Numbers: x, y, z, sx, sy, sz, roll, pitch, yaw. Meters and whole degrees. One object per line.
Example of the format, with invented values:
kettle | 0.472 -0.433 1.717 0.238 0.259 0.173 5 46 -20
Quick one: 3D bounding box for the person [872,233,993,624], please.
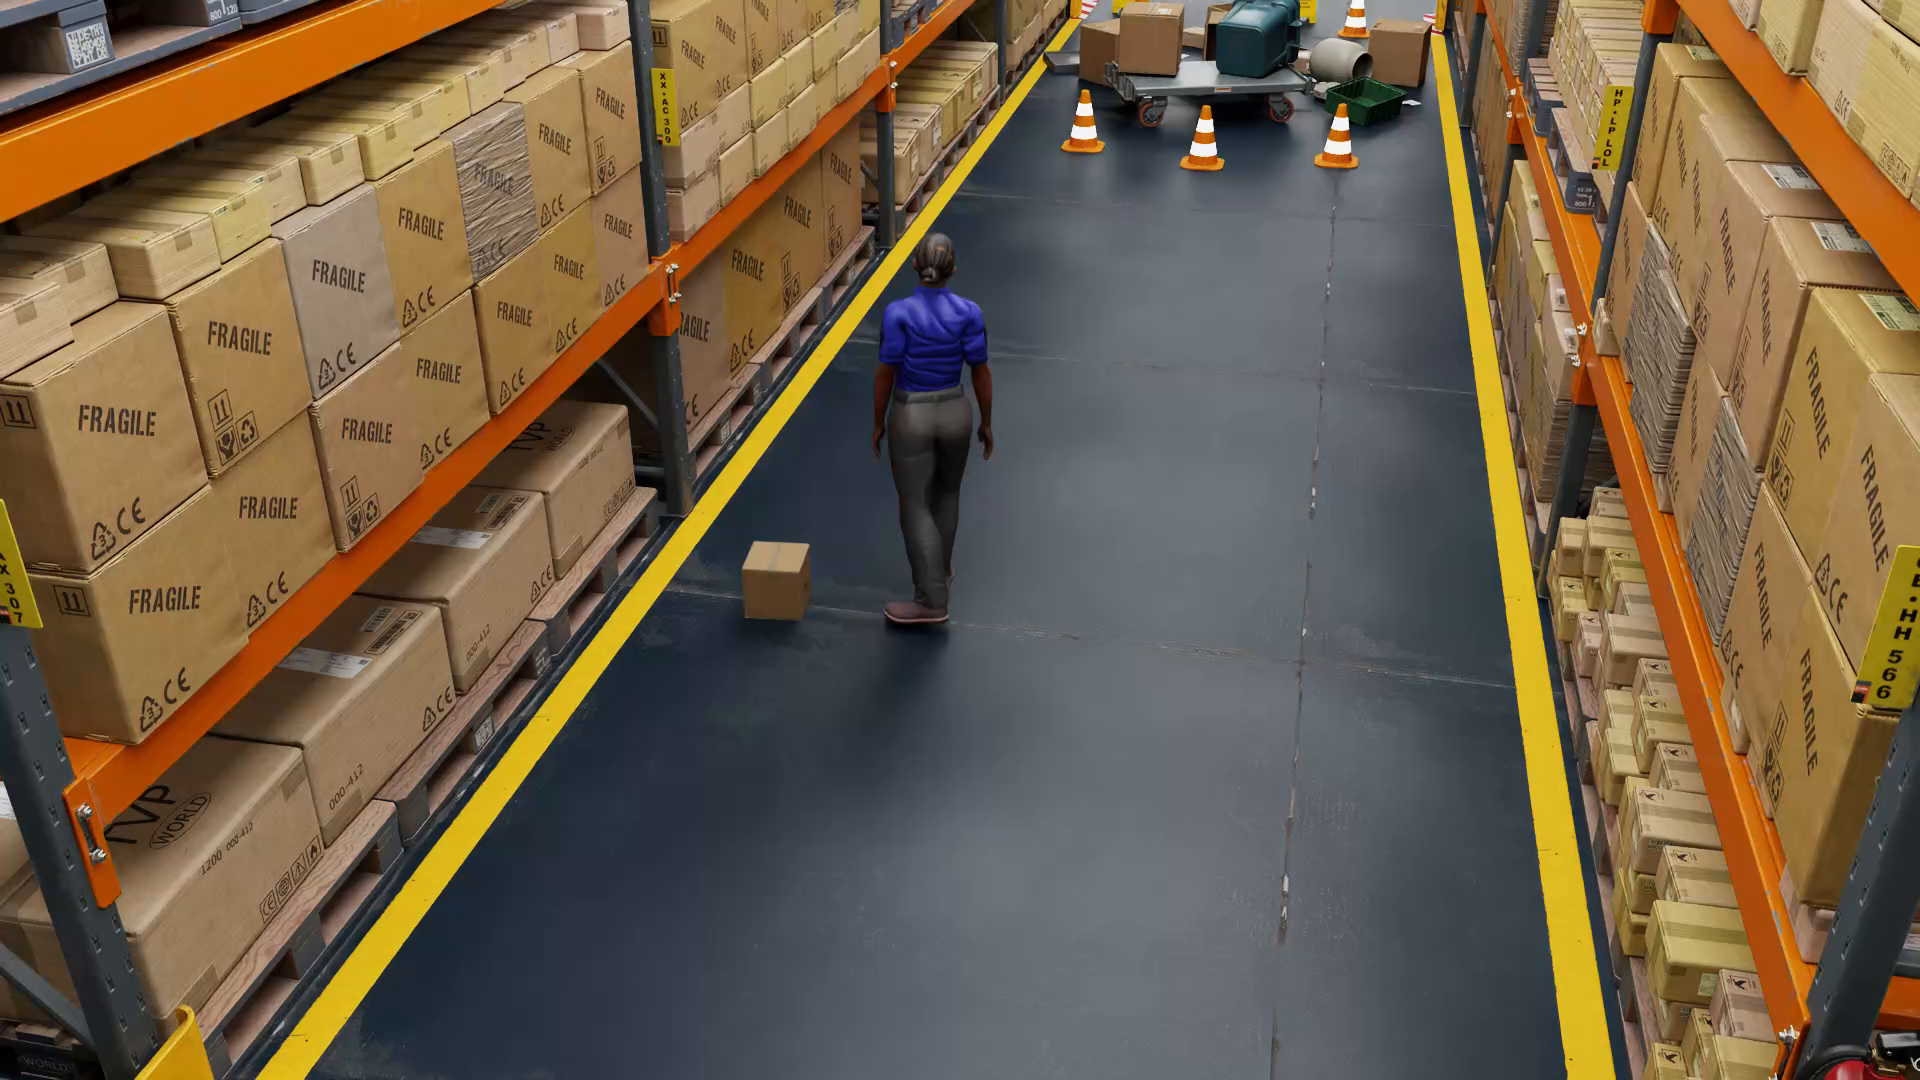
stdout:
person | -0.109 -0.455 6.961 0.526 1.647 0.581 -8 30 -14
